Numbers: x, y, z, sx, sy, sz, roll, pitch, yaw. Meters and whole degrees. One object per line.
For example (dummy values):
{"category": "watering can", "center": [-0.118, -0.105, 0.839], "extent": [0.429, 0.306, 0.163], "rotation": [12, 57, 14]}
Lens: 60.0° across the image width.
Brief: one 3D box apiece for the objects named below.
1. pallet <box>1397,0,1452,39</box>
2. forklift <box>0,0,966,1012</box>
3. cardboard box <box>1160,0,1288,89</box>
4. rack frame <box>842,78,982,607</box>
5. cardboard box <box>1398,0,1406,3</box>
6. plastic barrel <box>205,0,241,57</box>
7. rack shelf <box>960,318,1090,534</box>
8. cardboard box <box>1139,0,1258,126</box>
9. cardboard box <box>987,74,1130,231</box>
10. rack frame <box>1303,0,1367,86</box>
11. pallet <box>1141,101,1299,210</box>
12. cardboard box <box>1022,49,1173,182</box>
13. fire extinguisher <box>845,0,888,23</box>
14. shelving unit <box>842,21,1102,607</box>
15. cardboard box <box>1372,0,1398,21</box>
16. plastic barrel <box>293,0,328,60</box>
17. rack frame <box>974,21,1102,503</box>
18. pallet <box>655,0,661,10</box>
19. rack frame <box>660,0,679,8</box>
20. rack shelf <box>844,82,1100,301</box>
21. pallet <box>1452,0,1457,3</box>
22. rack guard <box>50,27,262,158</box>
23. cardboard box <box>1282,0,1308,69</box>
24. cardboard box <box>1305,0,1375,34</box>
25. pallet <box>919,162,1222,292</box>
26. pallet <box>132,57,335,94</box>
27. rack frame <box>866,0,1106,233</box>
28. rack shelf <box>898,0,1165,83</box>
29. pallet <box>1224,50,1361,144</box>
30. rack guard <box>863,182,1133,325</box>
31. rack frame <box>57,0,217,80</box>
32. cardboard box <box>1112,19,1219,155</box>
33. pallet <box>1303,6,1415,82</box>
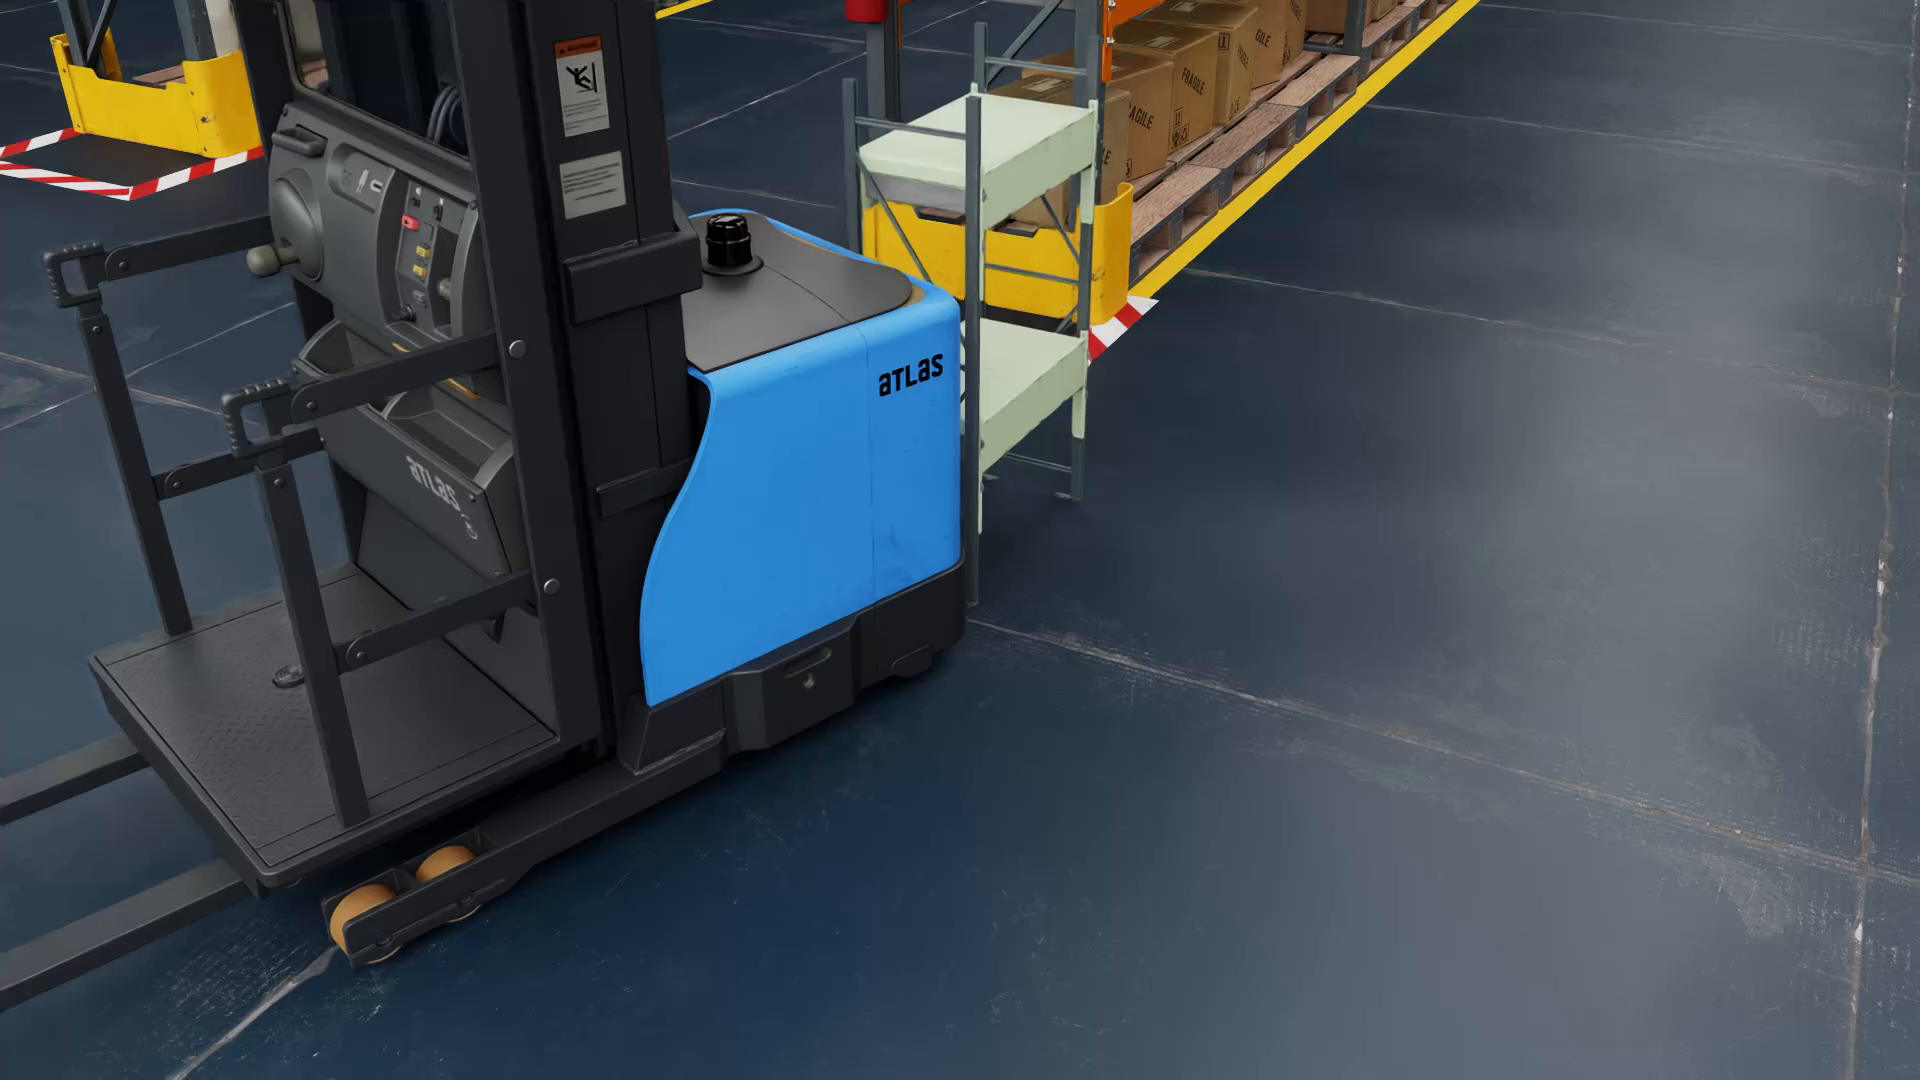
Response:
{"category": "pallet", "center": [2.823, -3.791, 11.639], "extent": [1.003, 0.211, 1.213], "rotation": [14, 33, 23]}
{"category": "forklift", "center": [-1.413, -0.640, 3.422], "extent": [3.031, 2.935, 1.130], "rotation": [-24, 38, -36]}
{"category": "cardboard box", "center": [1.443, -2.786, 9.177], "extent": [0.500, 0.500, 0.500], "rotation": [-26, 39, -37]}
{"category": "rack frame", "center": [-0.126, -0.505, 4.623], "extent": [0.400, 1.500, 0.023], "rotation": [15, 33, 24]}
{"category": "cardboard box", "center": [2.702, -3.941, 11.169], "extent": [0.700, 0.500, 0.500], "rotation": [11, 32, 19]}
{"category": "plastic barrel", "center": [-4.085, -2.874, 9.319], "extent": [0.421, 0.512, 0.421], "rotation": [0, 30, 0]}
{"category": "rack shelf", "center": [0.048, -0.382, 5.064], "extent": [0.431, 0.370, 0.720], "rotation": [15, 33, 24]}
{"category": "cardboard box", "center": [1.230, -2.493, 8.667], "extent": [0.500, 0.500, 0.500], "rotation": [11, 32, 19]}
{"category": "cardboard box", "center": [0.392, -1.709, 7.303], "extent": [0.500, 0.500, 0.500], "rotation": [21, 36, 32]}
{"category": "rack frame", "center": [1.915, -4.111, 9.397], "extent": [1.000, 3.000, 0.127], "rotation": [14, 33, 23]}
{"category": "pallet", "center": [1.086, -2.054, 8.614], "extent": [1.003, 0.211, 1.213], "rotation": [14, 33, 23]}
{"category": "cardboard box", "center": [0.634, -1.982, 7.778], "extent": [0.500, 0.500, 0.500], "rotation": [24, 38, 36]}
{"category": "fire extinguisher", "center": [-0.370, -2.358, 6.423], "extent": [0.296, 0.674, 0.183], "rotation": [14, 33, 23]}
{"category": "shelving unit", "center": [0.048, -0.665, 4.902], "extent": [0.431, 1.500, 0.755], "rotation": [15, 33, 24]}
{"category": "cardboard box", "center": [2.448, -3.693, 10.737], "extent": [0.700, 0.500, 0.500], "rotation": [14, 33, 23]}
{"category": "plastic barrel", "center": [-3.856, -3.096, 9.706], "extent": [0.421, 0.512, 0.421], "rotation": [0, 30, 0]}
{"category": "rack frame", "center": [0.222, -0.825, 5.181], "extent": [0.400, 1.500, 0.023], "rotation": [15, 33, 24]}
{"category": "pallet", "center": [-2.837, -3.738, 11.547], "extent": [1.003, 0.211, 1.213], "rotation": [14, 33, 23]}
{"category": "rack frame", "center": [-2.494, -5.235, 11.354], "extent": [1.000, 3.000, 0.127], "rotation": [14, 33, 23]}
{"category": "rack shelf", "center": [0.048, -1.004, 4.708], "extent": [0.431, 0.370, 0.720], "rotation": [15, 33, 24]}
{"category": "pallet", "center": [3.380, -4.329, 12.577], "extent": [1.003, 0.211, 1.213], "rotation": [14, 33, 23]}
{"category": "rack guard", "center": [-4.324, -2.422, 8.966], "extent": [1.175, 0.500, 0.348], "rotation": [14, 33, 23]}
{"category": "cardboard box", "center": [1.697, -3.041, 9.622], "extent": [0.500, 0.500, 0.500], "rotation": [13, 32, 22]}
{"category": "cardboard box", "center": [2.214, -3.486, 10.376], "extent": [0.700, 0.500, 0.500], "rotation": [12, 32, 20]}
{"category": "pallet", "center": [0.529, -1.515, 7.676], "extent": [1.003, 0.211, 1.213], "rotation": [14, 33, 23]}
{"category": "pallet", "center": [-3.949, -2.656, 9.663], "extent": [1.003, 0.211, 1.213], "rotation": [14, 33, 23]}
{"category": "rack frame", "center": [0.093, -2.338, 6.310], "extent": [1.000, 3.000, 0.127], "rotation": [14, 33, 23]}
{"category": "rack shelf", "center": [1.004, -2.913, 8.033], "extent": [1.077, 0.370, 4.000], "rotation": [14, 33, 23]}
{"category": "pallet", "center": [1.640, -2.596, 9.559], "extent": [1.003, 0.211, 1.213], "rotation": [14, 33, 23]}
{"category": "rack guard", "center": [0.127, -1.288, 6.991], "extent": [1.175, 0.500, 0.348], "rotation": [14, 33, 23]}
{"category": "rack frame", "center": [-4.317, -3.462, 8.266], "extent": [1.000, 3.000, 0.127], "rotation": [14, 33, 23]}
{"category": "cardboard box", "center": [0.936, -2.255, 8.254], "extent": [0.500, 0.500, 0.500], "rotation": [18, 34, 28]}
{"category": "pallet", "center": [2.268, -3.248, 10.693], "extent": [1.003, 0.211, 1.213], "rotation": [14, 33, 23]}
